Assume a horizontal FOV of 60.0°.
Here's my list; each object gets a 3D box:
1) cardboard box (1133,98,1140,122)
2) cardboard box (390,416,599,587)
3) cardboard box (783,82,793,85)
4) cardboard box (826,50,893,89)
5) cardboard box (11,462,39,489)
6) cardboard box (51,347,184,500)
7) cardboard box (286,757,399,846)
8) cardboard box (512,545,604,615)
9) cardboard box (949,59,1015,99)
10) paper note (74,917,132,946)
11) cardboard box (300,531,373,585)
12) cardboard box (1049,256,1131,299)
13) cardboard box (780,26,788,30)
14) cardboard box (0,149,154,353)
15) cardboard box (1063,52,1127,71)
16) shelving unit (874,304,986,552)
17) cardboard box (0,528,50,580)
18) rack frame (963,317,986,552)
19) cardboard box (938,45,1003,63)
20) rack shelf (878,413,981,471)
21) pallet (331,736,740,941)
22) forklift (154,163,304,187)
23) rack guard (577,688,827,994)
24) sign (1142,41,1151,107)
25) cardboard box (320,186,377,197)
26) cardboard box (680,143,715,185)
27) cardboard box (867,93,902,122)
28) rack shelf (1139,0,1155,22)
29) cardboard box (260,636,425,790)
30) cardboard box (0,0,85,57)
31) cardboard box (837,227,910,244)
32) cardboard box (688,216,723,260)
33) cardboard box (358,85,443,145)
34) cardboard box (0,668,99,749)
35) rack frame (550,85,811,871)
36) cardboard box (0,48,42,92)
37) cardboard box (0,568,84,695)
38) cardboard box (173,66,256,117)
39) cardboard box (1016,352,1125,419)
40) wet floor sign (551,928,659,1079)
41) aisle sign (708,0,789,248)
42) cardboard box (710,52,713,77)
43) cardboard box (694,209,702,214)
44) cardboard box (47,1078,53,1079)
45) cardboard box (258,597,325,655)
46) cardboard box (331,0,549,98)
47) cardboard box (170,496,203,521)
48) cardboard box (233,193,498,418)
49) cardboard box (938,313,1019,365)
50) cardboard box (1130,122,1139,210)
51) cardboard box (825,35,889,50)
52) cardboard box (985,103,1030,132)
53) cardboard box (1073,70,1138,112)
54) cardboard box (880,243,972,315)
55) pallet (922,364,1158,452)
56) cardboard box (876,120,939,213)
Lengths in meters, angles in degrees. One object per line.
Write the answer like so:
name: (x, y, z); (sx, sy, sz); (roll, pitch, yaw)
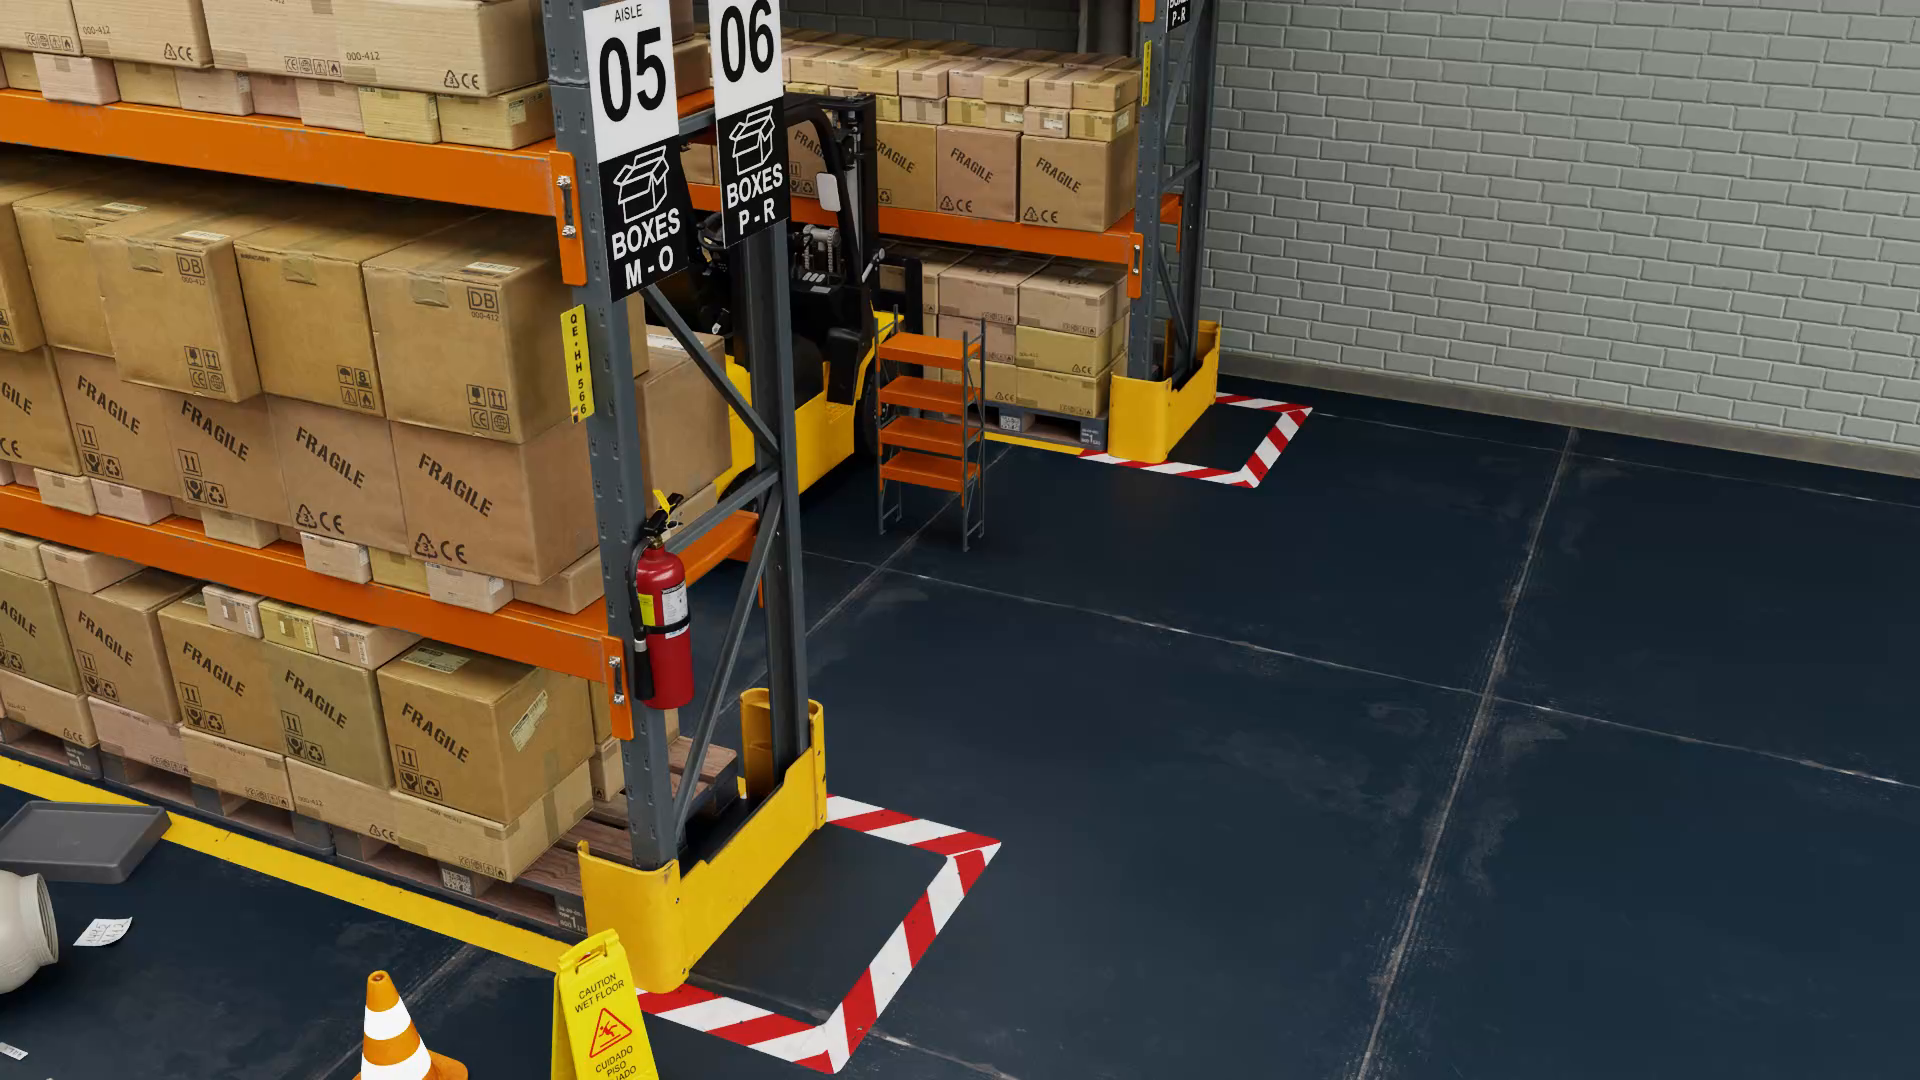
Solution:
cardboard box: (1.021, -2.551, 9.688); (0.250, 0.149, 0.380); (11, 28, 21)
cardboard box: (-1.437, -0.219, 5.350); (0.500, 0.500, 0.500); (11, 28, 21)
cardboard box: (-1.084, -2.707, 10.004); (0.250, 0.149, 0.380); (10, 28, 20)
cardboard box: (-0.590, -2.777, 9.811); (0.250, 0.149, 0.380); (12, 29, 23)
cardboard box: (-3.344, -0.328, 6.304); (0.250, 0.149, 0.380); (11, 28, 22)
cardboard box: (-2.799, -0.506, 5.932); (0.500, 0.500, 0.500); (12, 29, 22)
cardboard box: (-2.145, 0.855, 6.255); (0.500, 0.250, 0.500); (11, 28, 22)
cardboard box: (-1.258, 0.078, 5.480); (0.250, 0.149, 0.380); (12, 29, 24)
cardboard box: (0.126, -2.644, 9.540); (0.250, 0.149, 0.380); (12, 28, 22)
paper note: (-3.038, 1.386, 5.899); (0.148, 0.019, 0.142); (2, 26, 4)
cardboard box: (-2.006, -0.014, 5.668); (0.250, 0.149, 0.380); (12, 29, 23)
cardboard box: (0.863, -1.616, 10.143); (0.500, 0.250, 0.500); (11, 28, 21)
cardboard box: (-1.292, -3.187, 10.642); (0.250, 0.149, 0.380); (11, 28, 21)
cardboard box: (-3.258, -1.038, 5.881); (0.500, 0.500, 0.700); (11, 28, 21)
cardboard box: (0.789, -2.739, 9.734); (0.250, 0.149, 0.380); (12, 29, 24)
shelving unit: (-0.151, -0.569, 8.546); (0.503, 1.200, 0.258); (11, 28, 22)
cardboard box: (-3.487, -0.010, 6.428); (0.250, 0.149, 0.380); (13, 29, 24)
rack frame: (0.071, -0.524, 8.456); (0.015, 1.200, 0.240); (11, 28, 22)
cardboard box: (0.065, -2.859, 9.977); (0.250, 0.149, 0.380); (12, 29, 23)
rack shelf: (-0.151, -0.508, 8.576); (0.480, 0.148, 0.258); (11, 28, 22)
pallet: (-1.623, 1.022, 6.436); (1.213, 0.211, 1.003); (11, 28, 22)
forklift: (-3.670, -1.207, 7.883); (1.130, 2.935, 3.031); (-4, 26, -8)
rack guard: (-0.898, 1.055, 6.041); (0.348, 0.500, 1.175); (11, 28, 22)
sign: (0.985, -2.459, 8.770); (0.005, 0.325, 0.100); (11, 28, 22)
cardboard box: (-4.287, -2.276, 12.190); (0.625, 0.625, 0.875); (10, 28, 20)
cardboard box: (-1.642, -2.551, 10.421); (0.500, 0.500, 0.500); (12, 29, 23)
cardboard box: (-0.387, -2.560, 9.707); (0.250, 0.149, 0.380); (12, 28, 22)
rack shelf: (-0.598, -3.438, 9.755); (4.000, 0.370, 1.077); (11, 28, 22)
cardboard box: (-2.143, 0.521, 6.085); (0.500, 0.500, 0.500); (12, 29, 24)
cardboard box: (-2.799, -1.726, 5.298); (0.500, 0.250, 0.500); (12, 29, 22)
cardboard box: (-0.508, -1.899, 10.716); (0.500, 0.250, 0.500); (11, 28, 21)
cardboard box: (-1.647, -1.872, 10.661); (0.500, 0.250, 0.500); (11, 28, 22)
cardboard box: (-1.510, -1.271, 4.823); (0.250, 0.149, 0.380); (12, 28, 22)
cardboard box: (-3.554, 0.571, 6.832); (0.500, 0.250, 0.500); (13, 29, 25)
rack frame: (-0.829, -0.053, 5.461); (0.127, 3.000, 1.000); (11, 28, 22)
cardboard box: (-2.882, -1.579, 5.449); (0.250, 0.149, 0.380); (12, 28, 22)
cardboard box: (-3.553, 0.234, 6.666); (0.500, 0.500, 0.500); (13, 29, 24)
cardboard box: (-2.187, -1.433, 5.152); (0.250, 0.149, 0.380); (11, 28, 21)
cardboard box: (0.664, -0.963, 9.947); (0.500, 0.250, 0.500); (12, 28, 22)
wet floor sign: (-1.099, 1.469, 5.036); (0.232, 0.644, 0.267); (23, 35, 39)
aisle sign: (-0.644, -1.332, 5.117); (0.004, 0.787, 0.394); (11, 28, 22)
cardboard box: (-1.301, -2.893, 10.045); (0.250, 0.149, 0.380); (11, 28, 21)
cardboard box: (-1.891, -2.172, 11.270); (0.500, 0.250, 0.500); (12, 29, 23)
cardboard box: (-2.858, 1.799, 4.927); (0.380, 0.149, 0.250); (-18, 31, -31)
cardboard box: (-2.256, 0.236, 5.928); (0.250, 0.149, 0.380); (12, 29, 23)
cardboard box: (-1.406, -1.450, 4.736); (0.500, 0.250, 0.500); (11, 28, 21)
cardboard box: (-2.641, -0.210, 6.064); (0.250, 0.149, 0.380); (11, 28, 22)
cardboard box: (-1.842, -0.781, 5.358); (0.500, 0.500, 0.700); (12, 29, 22)
cardboard box: (0.198, -1.287, 10.041); (0.500, 0.250, 0.500); (11, 28, 21)
cardboard box: (0.886, -2.296, 9.905); (0.500, 0.500, 0.500); (12, 29, 23)
cardboard box: (-0.633, -3.007, 10.277); (0.250, 0.149, 0.380); (12, 29, 23)
cardboard box: (0.335, -2.443, 9.468); (0.250, 0.149, 0.380); (12, 29, 23)
cardboard box: (0.809, -2.499, 9.246); (0.250, 0.149, 0.380); (11, 28, 22)
cardboard box: (-0.257, -1.590, 10.090); (0.500, 0.250, 0.500); (12, 29, 22)
pallet: (0.509, -0.921, 10.382); (1.213, 0.211, 1.003); (11, 28, 22)
cardboard box: (-0.270, -2.270, 9.852); (0.500, 0.500, 0.500); (11, 28, 21)
